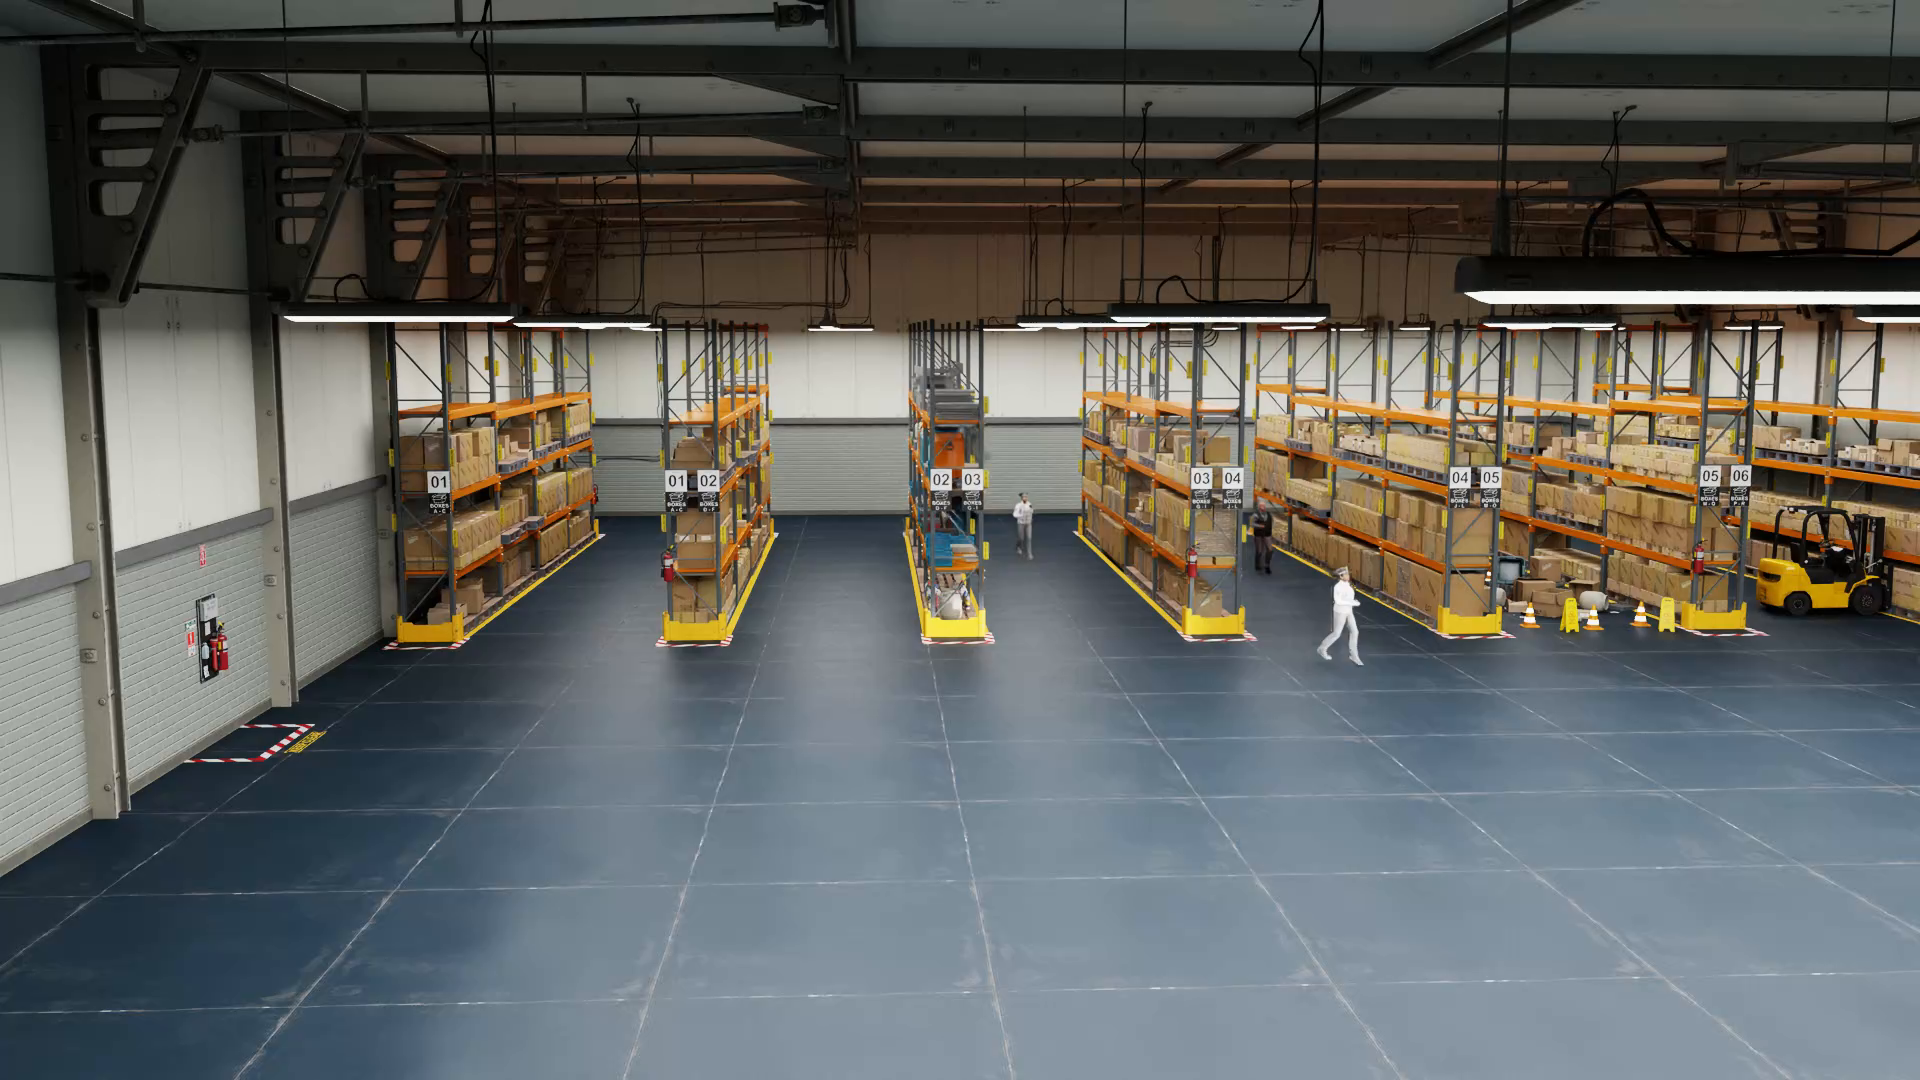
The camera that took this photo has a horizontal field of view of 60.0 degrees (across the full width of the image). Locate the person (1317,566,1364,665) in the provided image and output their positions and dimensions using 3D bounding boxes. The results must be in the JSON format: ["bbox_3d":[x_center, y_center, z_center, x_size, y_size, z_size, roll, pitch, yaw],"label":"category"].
[{"bbox_3d":[6.655,1.309,29.023,0.827,1.743,0.616,6,9,38],"label":"person"}]

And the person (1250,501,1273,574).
[{"bbox_3d":[7.271,-0.046,39.931,0.635,1.770,0.756,-1,7,-7],"label":"person"}]

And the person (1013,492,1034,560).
[{"bbox_3d":[1.650,-0.395,42.580,0.612,1.703,0.920,-2,7,-18],"label":"person"}]

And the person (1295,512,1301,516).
[{"bbox_3d":[10.017,-1.113,48.618,0.633,1.675,0.863,-5,9,-35],"label":"person"}]
